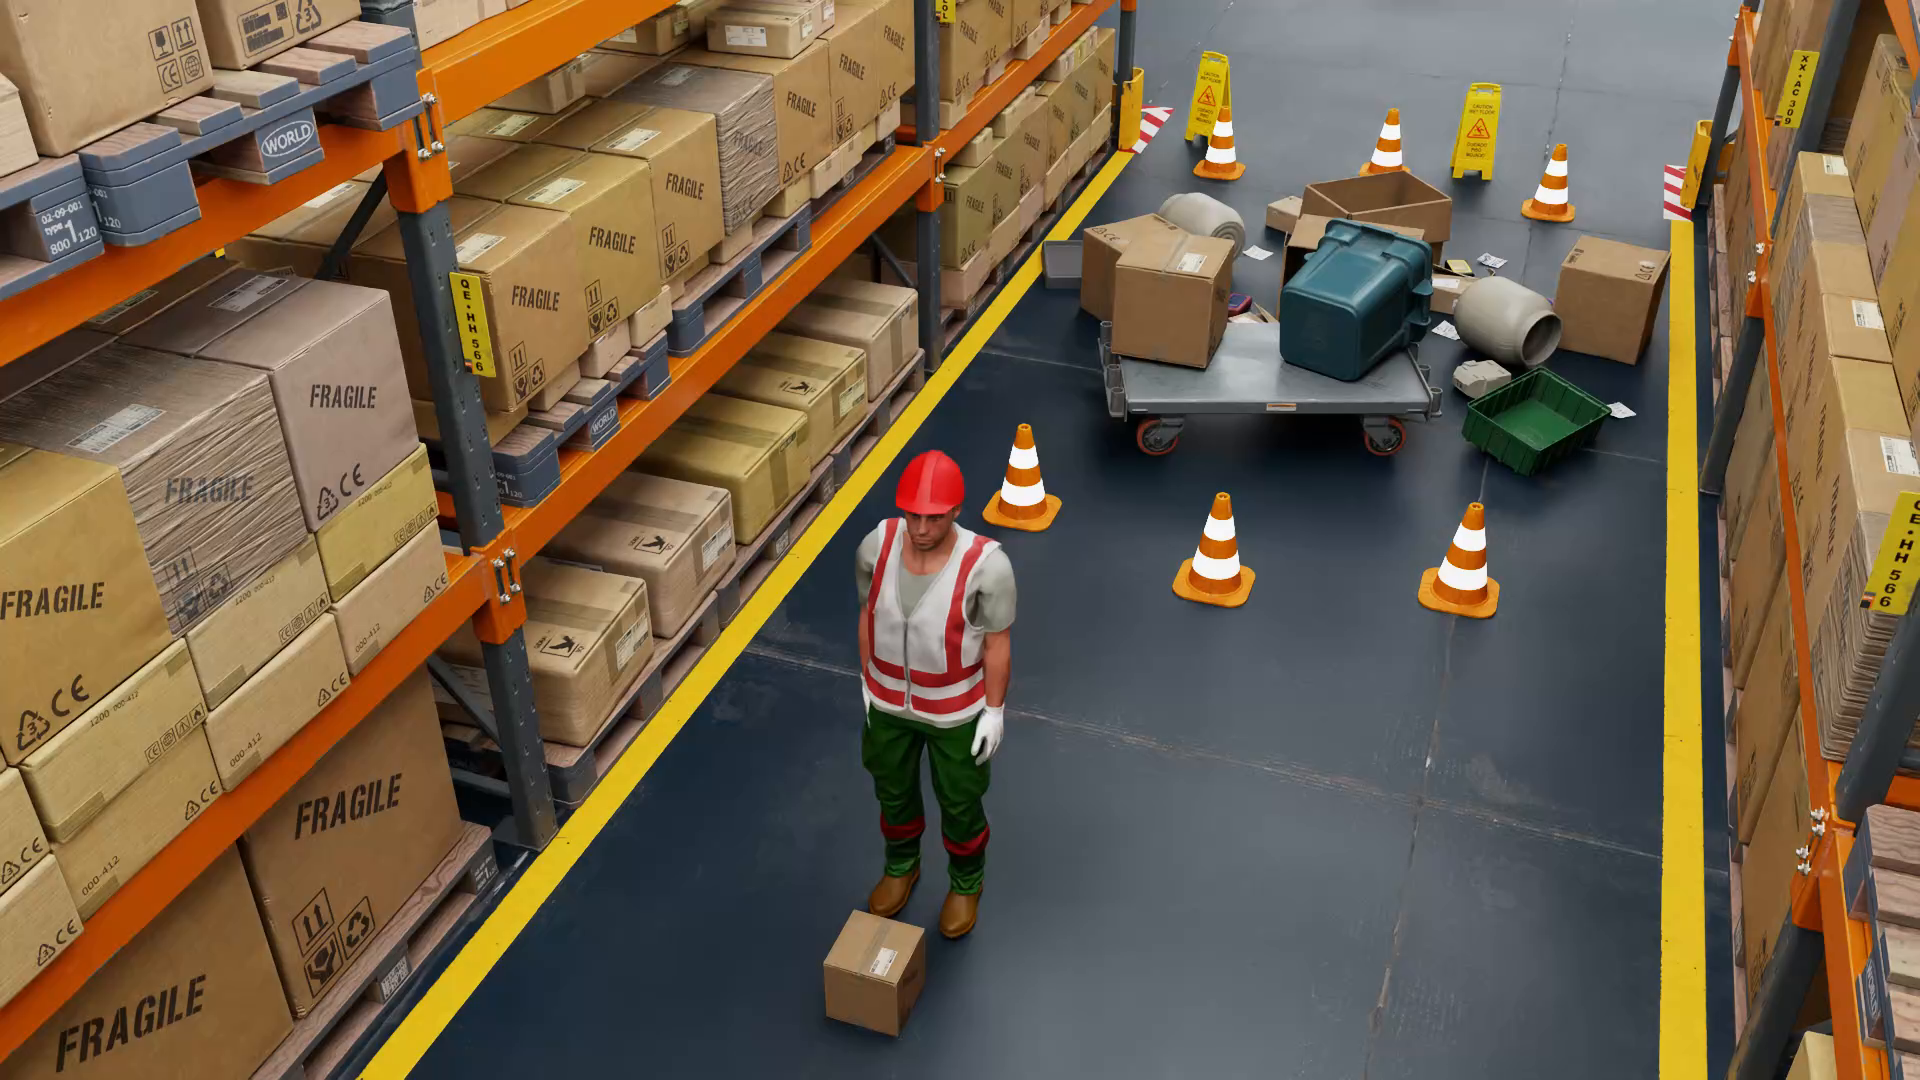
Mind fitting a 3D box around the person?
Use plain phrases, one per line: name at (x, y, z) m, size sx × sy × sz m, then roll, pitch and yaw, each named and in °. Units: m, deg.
person at (-0.095, 0.510, 5.332) m, size 0.525 × 1.786 × 0.339 m, roll 12°, pitch 35°, yaw 18°
